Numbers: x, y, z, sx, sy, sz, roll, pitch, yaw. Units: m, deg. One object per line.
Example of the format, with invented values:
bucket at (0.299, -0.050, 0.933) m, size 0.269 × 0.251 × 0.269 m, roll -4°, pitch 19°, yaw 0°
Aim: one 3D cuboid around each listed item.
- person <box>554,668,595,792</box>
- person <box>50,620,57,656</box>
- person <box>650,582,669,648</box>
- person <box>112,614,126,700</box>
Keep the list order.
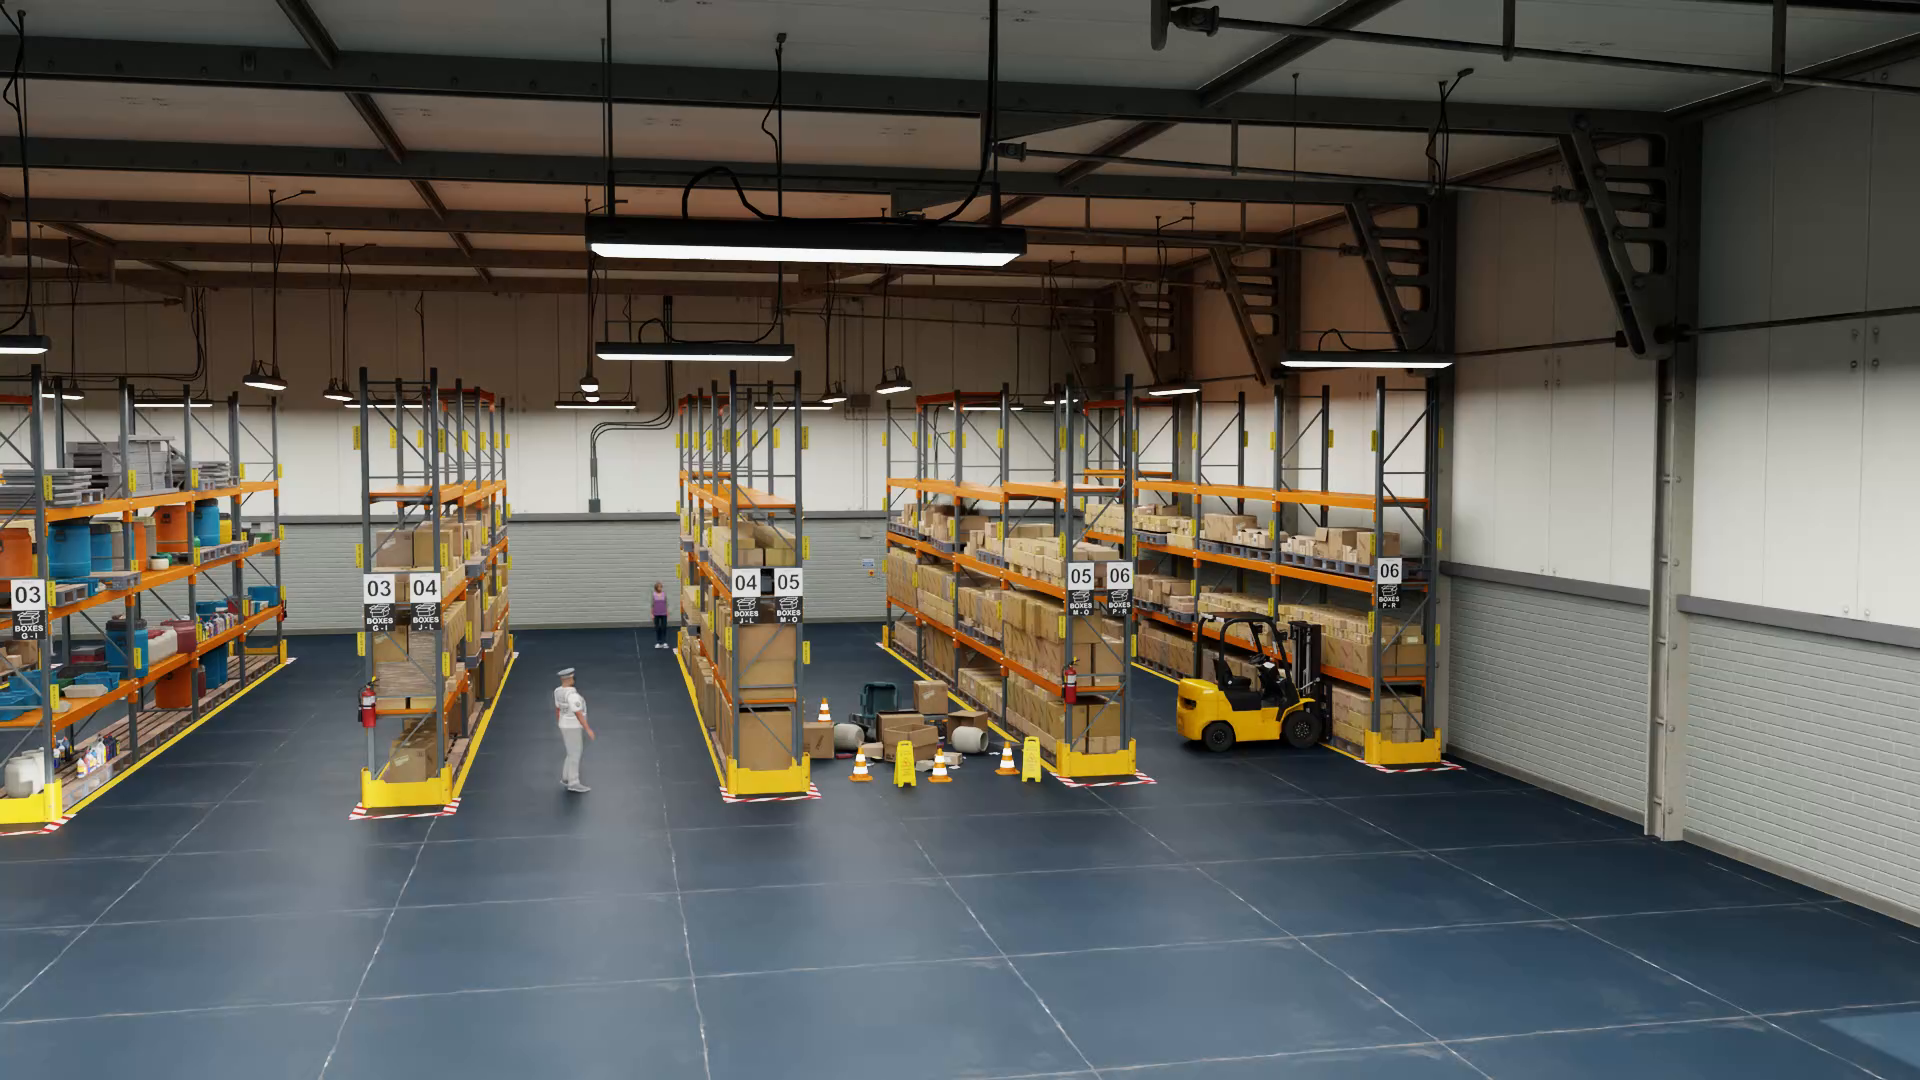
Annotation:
person at (-5.530, 2.731, 23.844) m, size 0.544 × 1.812 × 0.645 m, roll -1°, pitch 4°, yaw -18°
person at (-21.333, 1.881, 38.665) m, size 0.479 × 1.642 × 0.939 m, roll -3°, pitch 5°, yaw -43°
person at (-7.249, 1.815, 40.151) m, size 0.460 × 1.602 × 0.365 m, roll -1°, pitch 3°, yaw -8°
person at (-16.382, 2.266, 32.349) m, size 0.427 × 1.677 × 0.655 m, roll -3°, pitch 4°, yaw -38°
